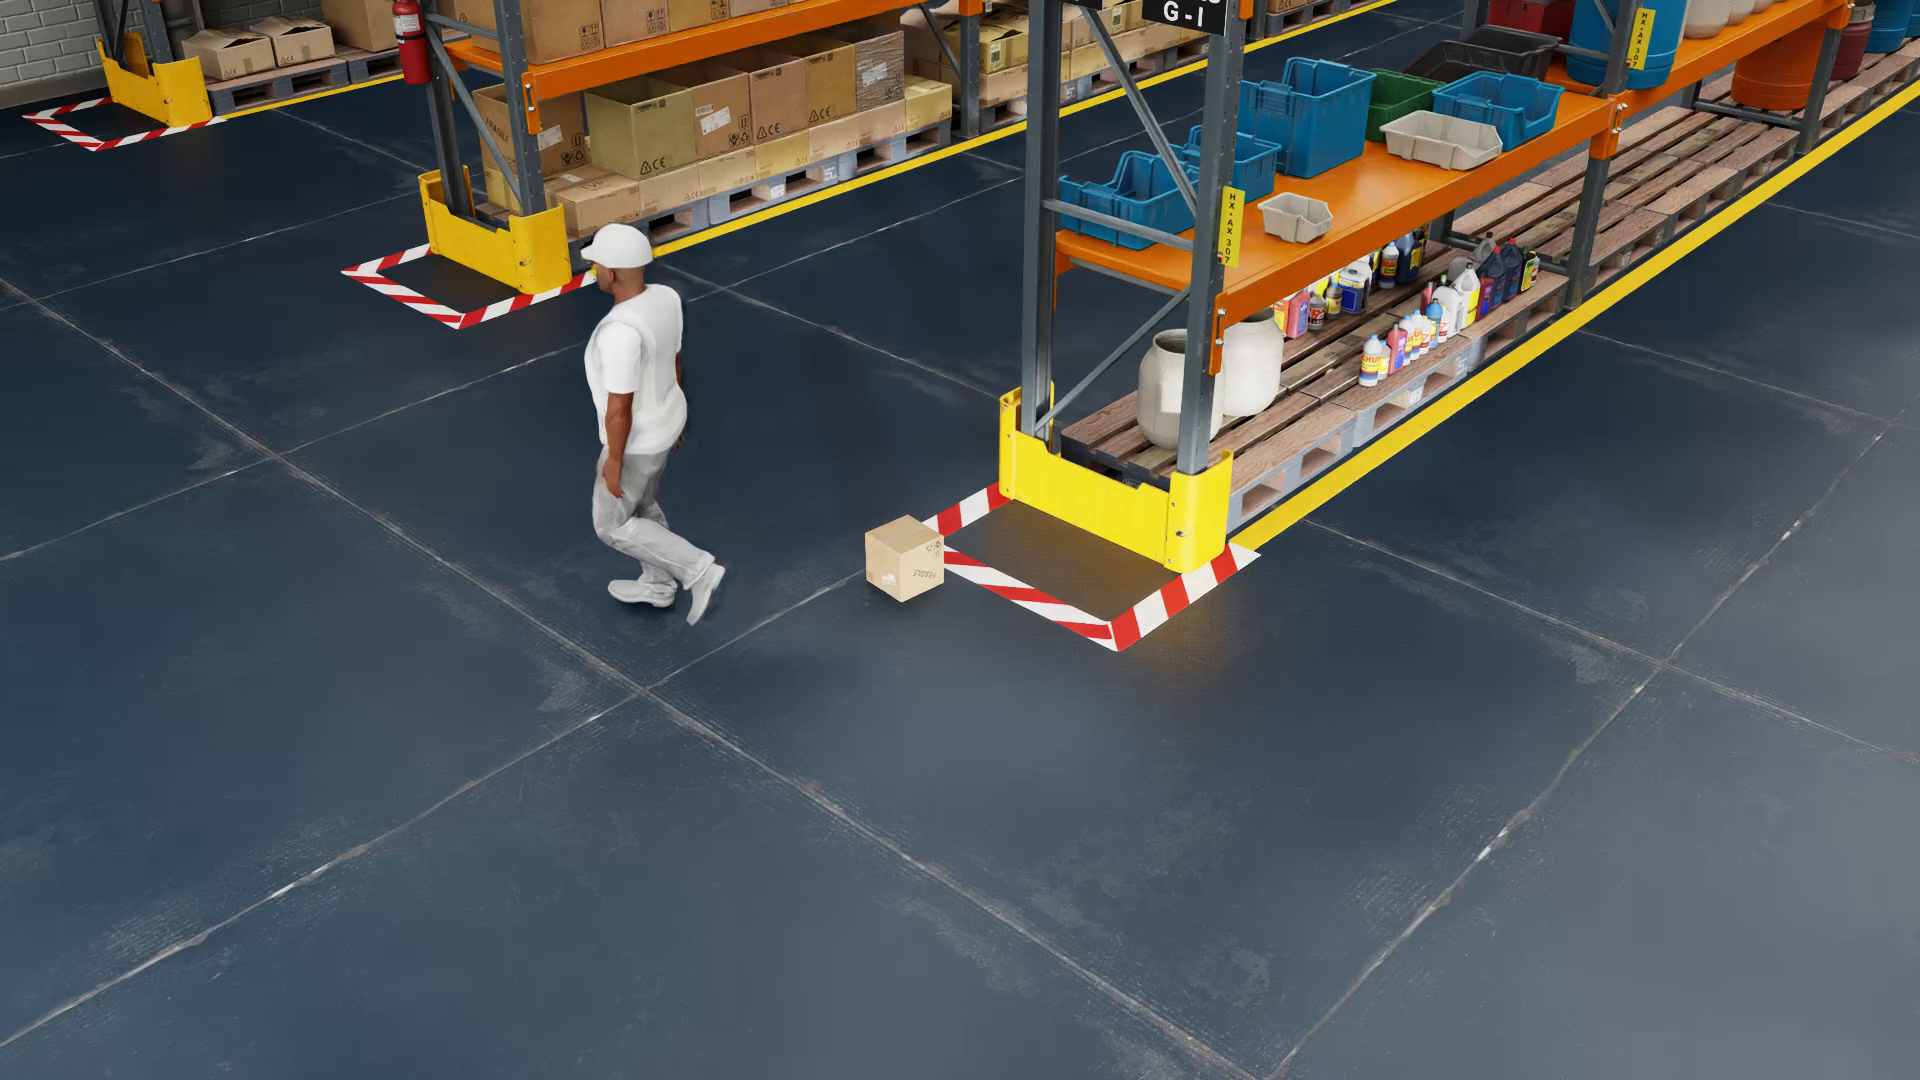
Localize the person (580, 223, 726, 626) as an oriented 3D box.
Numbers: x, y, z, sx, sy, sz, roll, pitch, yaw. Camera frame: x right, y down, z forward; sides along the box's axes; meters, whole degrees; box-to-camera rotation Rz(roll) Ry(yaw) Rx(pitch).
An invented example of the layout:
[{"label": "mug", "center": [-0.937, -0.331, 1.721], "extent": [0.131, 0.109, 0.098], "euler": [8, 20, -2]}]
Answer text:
[{"label": "person", "center": [-1.268, -0.441, 6.799], "extent": [0.614, 1.753, 0.579], "euler": [6, 32, 9]}]
